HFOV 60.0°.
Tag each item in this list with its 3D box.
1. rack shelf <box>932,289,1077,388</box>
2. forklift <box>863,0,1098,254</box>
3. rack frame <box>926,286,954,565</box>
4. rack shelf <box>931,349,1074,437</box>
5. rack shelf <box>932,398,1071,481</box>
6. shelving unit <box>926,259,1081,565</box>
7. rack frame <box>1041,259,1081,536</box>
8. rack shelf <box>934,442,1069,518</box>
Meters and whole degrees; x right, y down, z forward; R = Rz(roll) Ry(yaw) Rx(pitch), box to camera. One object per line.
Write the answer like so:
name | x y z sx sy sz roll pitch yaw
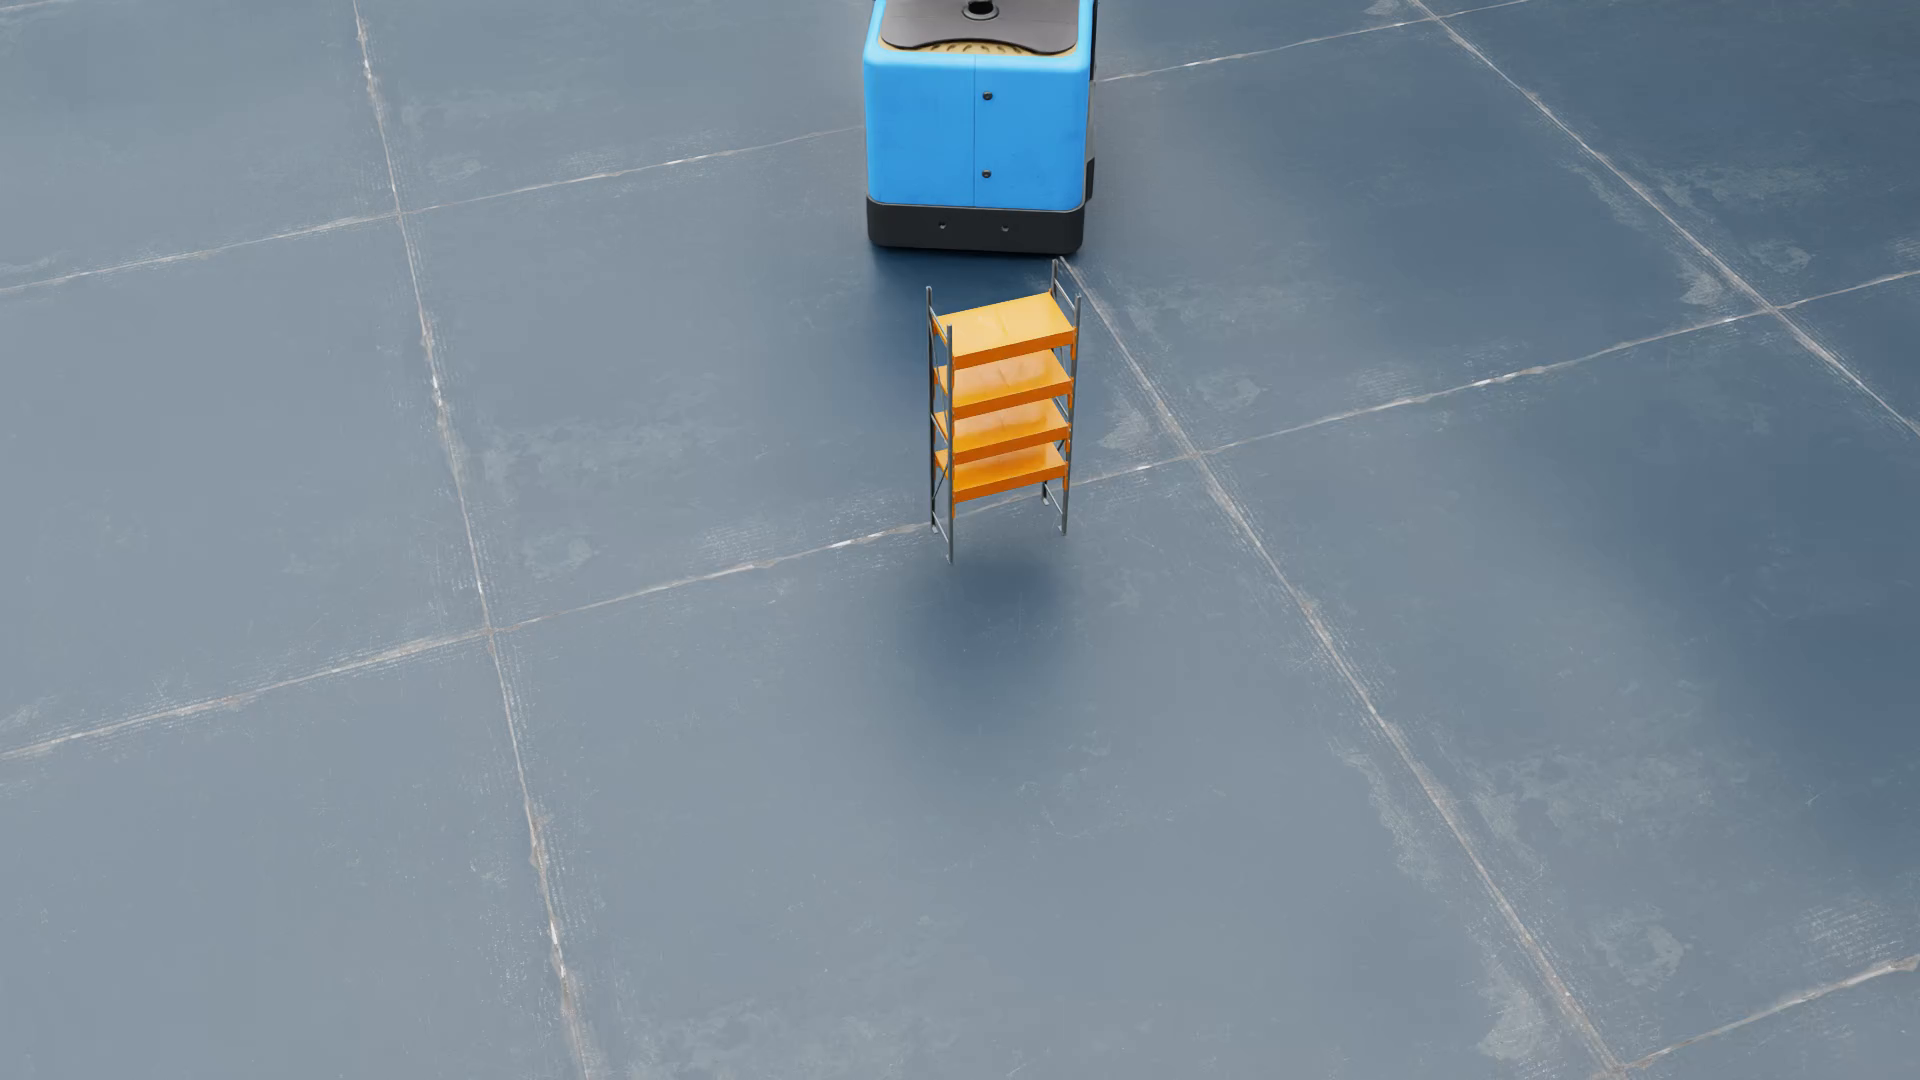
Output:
rack shelf | 0.156 -0.741 6.086 0.480 0.148 0.258 -14 47 -14
forklift | 0.180 -3.455 8.124 1.130 2.935 3.031 3 45 3
rack frame | -0.074 -0.405 6.306 0.015 1.200 0.240 -14 47 -14
rack shelf | 0.156 -0.574 6.254 0.480 0.148 0.258 -14 47 -14
rack shelf | 0.156 -0.416 6.412 0.480 0.148 0.258 -14 47 -14
shelving unit | 0.156 -0.463 6.365 0.503 1.200 0.258 -14 47 -14
rack frame | 0.385 -0.522 6.423 0.015 1.200 0.240 -14 47 -14
rack shelf | 0.156 -0.276 6.553 0.480 0.148 0.258 -14 47 -14
